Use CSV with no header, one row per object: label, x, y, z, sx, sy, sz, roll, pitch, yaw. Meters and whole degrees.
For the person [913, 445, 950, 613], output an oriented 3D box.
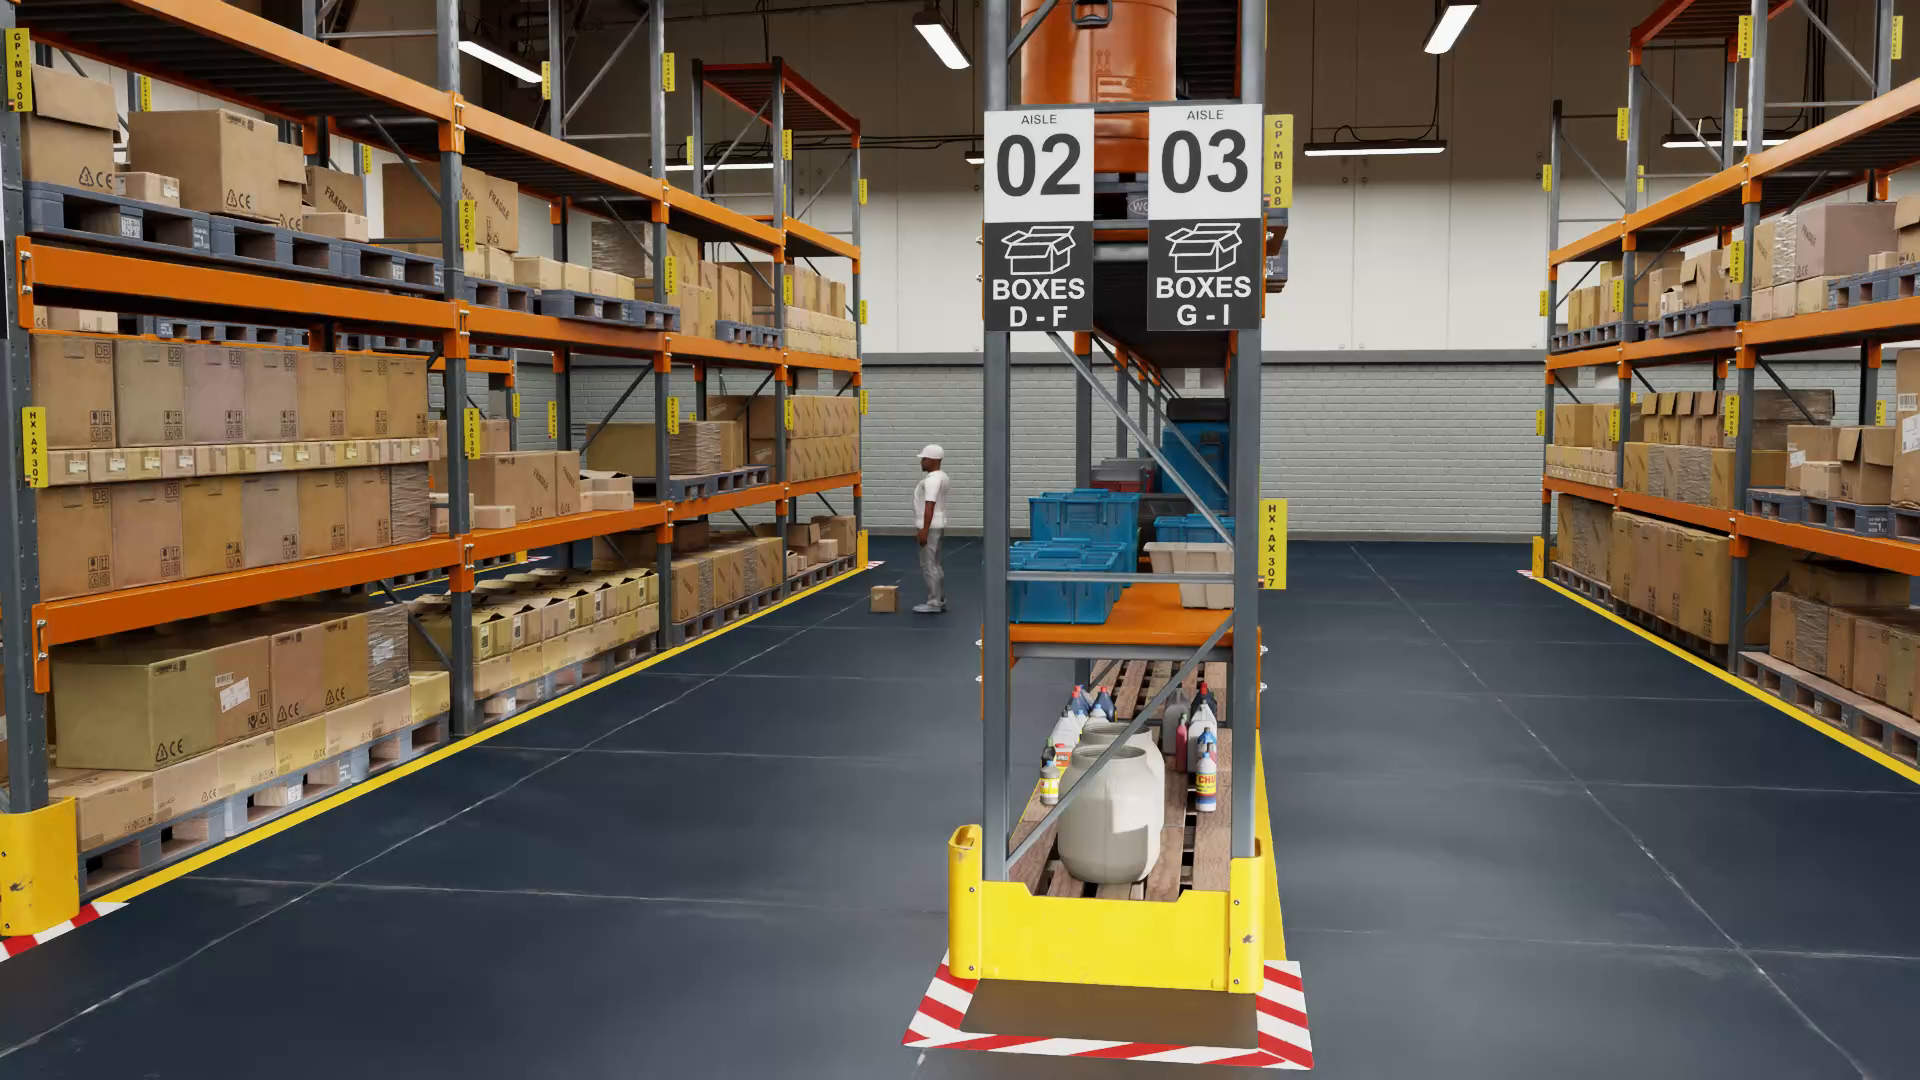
person,-0.309,-0.119,17.557,0.353,1.761,0.563,1,5,10
